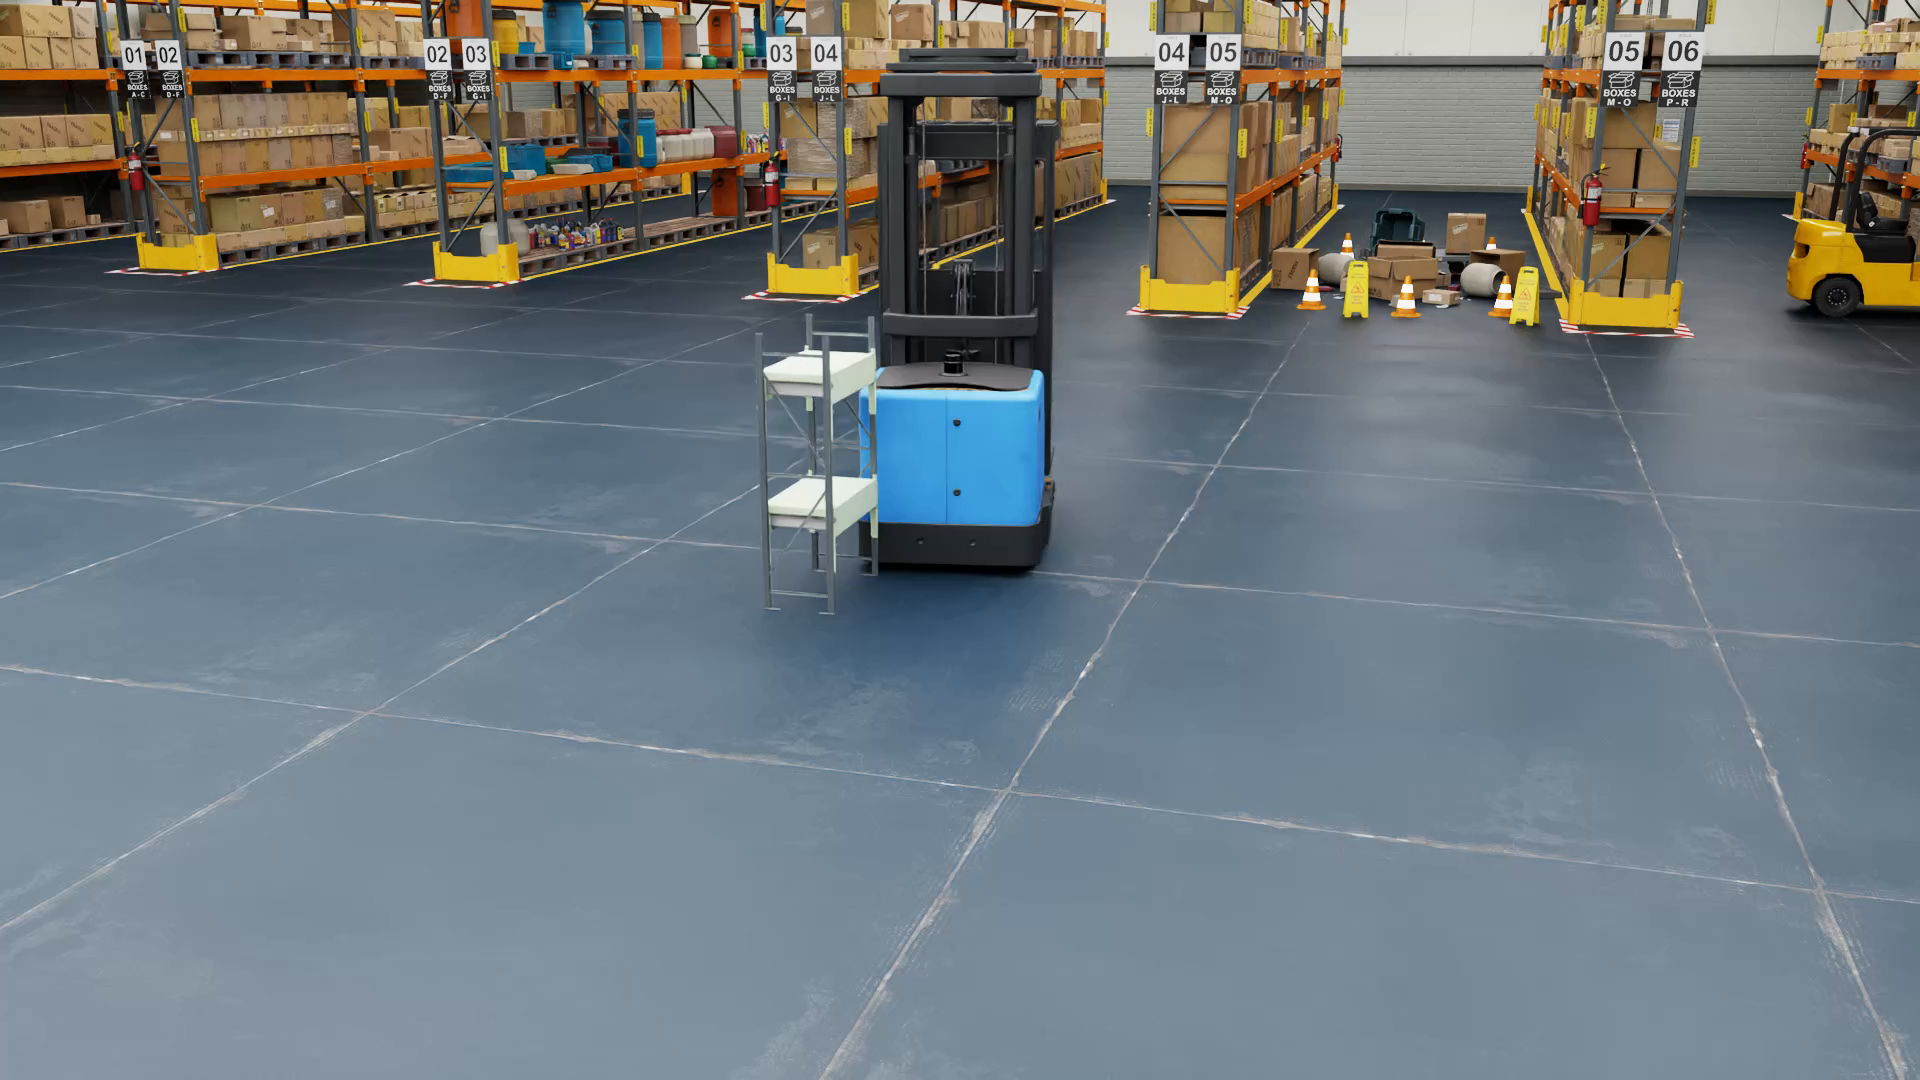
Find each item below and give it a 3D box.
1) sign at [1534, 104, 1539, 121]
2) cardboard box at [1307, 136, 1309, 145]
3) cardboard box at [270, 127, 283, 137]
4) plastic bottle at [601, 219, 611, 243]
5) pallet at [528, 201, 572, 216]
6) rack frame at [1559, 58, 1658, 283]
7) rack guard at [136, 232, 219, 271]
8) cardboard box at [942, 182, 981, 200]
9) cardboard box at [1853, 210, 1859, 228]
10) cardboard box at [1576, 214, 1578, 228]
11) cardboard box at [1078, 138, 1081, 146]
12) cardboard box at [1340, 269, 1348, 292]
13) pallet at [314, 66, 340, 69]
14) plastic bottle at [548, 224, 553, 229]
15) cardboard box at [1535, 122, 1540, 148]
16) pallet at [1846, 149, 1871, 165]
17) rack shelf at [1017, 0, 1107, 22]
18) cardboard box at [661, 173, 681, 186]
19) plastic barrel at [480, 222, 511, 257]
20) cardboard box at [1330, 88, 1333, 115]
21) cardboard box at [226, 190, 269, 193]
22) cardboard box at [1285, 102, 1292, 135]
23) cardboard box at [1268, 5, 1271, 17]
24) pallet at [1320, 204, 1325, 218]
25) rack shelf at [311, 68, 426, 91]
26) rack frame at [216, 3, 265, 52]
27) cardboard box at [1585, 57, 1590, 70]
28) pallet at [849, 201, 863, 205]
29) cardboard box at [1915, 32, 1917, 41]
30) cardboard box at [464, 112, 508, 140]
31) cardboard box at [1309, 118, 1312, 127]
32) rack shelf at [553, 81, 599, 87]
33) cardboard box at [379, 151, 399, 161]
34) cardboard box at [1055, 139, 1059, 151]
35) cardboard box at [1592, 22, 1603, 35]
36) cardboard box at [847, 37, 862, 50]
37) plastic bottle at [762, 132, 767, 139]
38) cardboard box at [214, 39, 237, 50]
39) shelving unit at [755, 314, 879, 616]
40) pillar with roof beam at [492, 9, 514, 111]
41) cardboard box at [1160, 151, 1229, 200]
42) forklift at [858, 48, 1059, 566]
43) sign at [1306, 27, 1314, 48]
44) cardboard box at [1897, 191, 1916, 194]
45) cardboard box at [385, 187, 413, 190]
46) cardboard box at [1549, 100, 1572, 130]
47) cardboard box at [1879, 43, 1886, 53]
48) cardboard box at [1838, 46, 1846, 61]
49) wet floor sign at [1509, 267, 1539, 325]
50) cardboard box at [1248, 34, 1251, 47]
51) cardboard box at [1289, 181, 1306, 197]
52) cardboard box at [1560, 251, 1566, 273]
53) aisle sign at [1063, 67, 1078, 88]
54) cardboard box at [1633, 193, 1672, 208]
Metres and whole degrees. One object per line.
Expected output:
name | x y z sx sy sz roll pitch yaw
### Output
sign | 11.579 -8.584 33.363 0.100 0.325 0.005 5 16 16
cardboard box | 5.983 -7.085 29.504 0.380 0.149 0.250 4 16 13
cardboard box | -10.681 -6.284 25.616 0.380 0.149 0.250 5 17 16
plastic bottle | -5.513 -4.794 25.781 0.144 0.351 0.185 4 16 13
pallet | -8.566 -6.698 33.557 1.003 0.211 1.213 5 16 16
rack frame | 8.699 -4.945 22.266 1.000 3.000 0.127 5 16 16
rack guard | -11.443 -4.227 24.317 1.175 0.500 0.348 5 16 16
cardboard box | 0.031 -5.813 27.726 0.500 0.250 0.500 7 17 22
cardboard box | 15.237 -5.404 27.697 0.500 0.500 0.500 4 16 15
cardboard box | 7.654 -3.847 20.102 0.380 0.149 0.250 5 17 17
cardboard box | 2.242 -8.076 33.767 0.380 0.149 0.250 5 17 17
cardboard box | 5.201 -3.394 21.810 0.396 0.266 0.258 8 18 25
pallet | -13.466 -9.730 33.985 1.003 0.211 1.213 5 17 18
plastic bottle | -6.319 -4.734 25.694 0.061 0.283 0.133 5 17 18
cardboard box | 11.697 -8.029 32.957 0.500 0.500 0.500 4 16 15
pallet | 15.401 -6.361 27.611 1.003 0.211 1.213 5 16 16
rack shelf | 2.039 -10.677 33.534 1.077 0.370 4.000 5 16 16
cardboard box | -6.808 -8.470 38.468 0.500 0.500 0.500 5 16 16
plastic barrel | -6.574 -4.234 23.550 0.421 0.512 0.421 0 16 0
cardboard box | 7.012 -8.567 32.476 0.500 0.500 0.500 4 16 14
cardboard box | -11.156 -5.233 26.177 0.500 0.500 0.500 5 16 16
cardboard box | 4.924 -6.761 26.654 0.700 0.500 0.500 5 16 16
cardboard box | 3.839 -6.873 21.612 0.380 0.149 0.250 5 16 16
pallet | 6.699 -6.552 33.044 1.003 0.211 1.213 5 16 16
rack shelf | -9.731 -8.103 29.221 1.077 0.370 4.000 5 16 16
rack frame | -13.913 -10.798 31.909 1.000 3.000 0.127 5 16 16
cardboard box | 7.925 -5.874 20.506 0.380 0.149 0.250 4 16 15
pallet | -2.761 -7.365 35.907 1.003 0.211 1.213 5 16 16
cardboard box | 14.725 -7.624 25.212 0.380 0.149 0.250 4 16 15
cardboard box | -9.092 -7.953 31.918 0.700 0.500 0.500 -1 16 -3
cardboard box | 6.120 -7.505 29.892 0.380 0.149 0.250 4 16 14
rack shelf | -8.594 -9.149 32.911 1.077 0.370 4.000 5 16 16
cardboard box | -9.852 -6.578 28.483 0.380 0.149 0.250 5 16 16
cardboard box | 1.600 -7.711 31.835 0.500 0.500 0.500 5 16 16
cardboard box | 7.779 -6.119 19.909 0.380 0.149 0.250 5 17 17
cardboard box | -1.473 -6.344 21.246 0.380 0.149 0.250 5 17 17
plastic bottle | -3.723 -7.589 31.680 0.144 0.351 0.185 5 16 16
cardboard box | -10.933 -7.322 24.583 0.380 0.149 0.250 5 16 16
shelving unit | -0.764 -0.428 9.089 0.431 1.500 0.755 4 16 15
pillar with roof beam | -7.574 -13.331 40.838 9.100 9.000 0.400 5 16 16
cardboard box | 2.849 -4.429 20.171 0.875 0.550 0.550 5 16 16
forklift | 0.060 -1.611 10.638 1.130 2.935 3.031 1 16 5
sign | 5.591 -8.034 26.566 0.100 0.325 0.005 5 16 16
cardboard box | 15.774 -5.713 27.598 0.380 0.149 0.250 5 17 16
cardboard box | -10.027 -6.158 29.785 0.500 0.311 0.500 4 16 15
cardboard box | 10.309 -7.208 28.229 0.500 0.500 0.500 4 16 14
cardboard box | 14.897 -7.846 26.504 0.380 0.149 0.250 5 17 17
cardboard box | 16.074 -8.715 29.791 0.500 0.250 0.500 4 16 15
wet floor sign | 6.482 -2.799 19.015 0.267 0.644 0.232 11 19 35
cardboard box | 3.264 -5.960 19.855 0.380 0.149 0.250 5 17 16
cardboard box | 5.633 -6.003 28.435 0.500 0.250 0.500 4 16 15
cardboard box | 8.272 -3.691 22.114 0.500 0.250 0.500 4 16 13
aisle sign | 2.340 -10.146 35.838 0.394 0.787 0.004 5 16 16
cardboard box | 7.857 -3.850 18.868 0.380 0.149 0.250 5 16 16
